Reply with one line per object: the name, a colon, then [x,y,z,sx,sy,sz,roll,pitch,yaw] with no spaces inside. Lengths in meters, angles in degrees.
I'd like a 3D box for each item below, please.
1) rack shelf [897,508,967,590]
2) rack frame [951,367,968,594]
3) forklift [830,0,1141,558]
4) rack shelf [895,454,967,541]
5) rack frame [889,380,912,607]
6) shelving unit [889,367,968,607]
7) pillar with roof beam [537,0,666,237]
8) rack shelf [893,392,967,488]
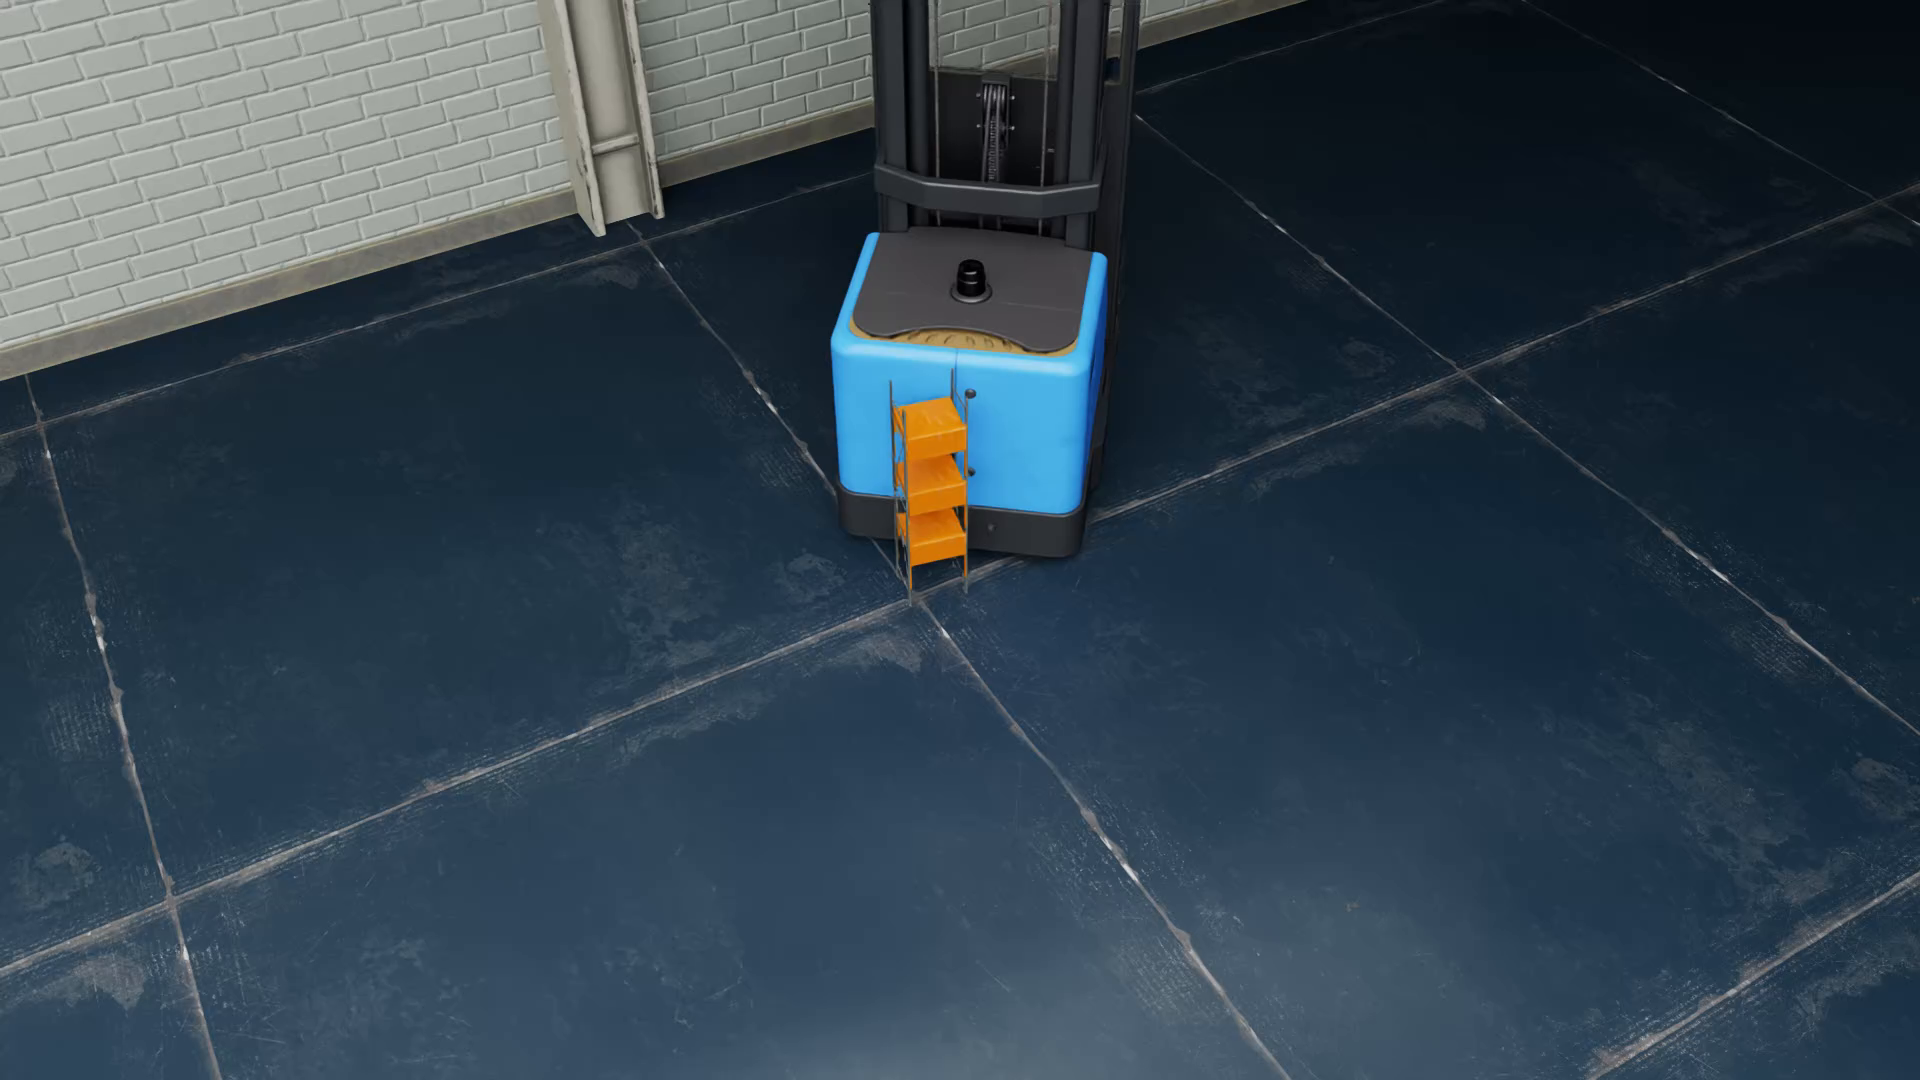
rack shelf: [-0.119,0.017,6.822,0.240,0.259,0.215,-13,46,-13]
rack frame: [-0.002,-0.216,6.648,0.008,1.050,0.200,-13,46,-13]
forklift: [0.219,-2.013,7.149,1.130,2.935,3.031,6,44,6]
rack shelf: [-0.119,-0.182,6.629,0.240,0.259,0.215,-13,46,-13]
rack frame: [-0.235,-0.164,6.595,0.008,1.050,0.200,-13,46,-13]
shelving unit: [-0.119,-0.190,6.621,0.252,1.050,0.215,-13,46,-13]
pillar with roof beam: [0.308,-2.401,3.192,0.400,9.000,9.100,-22,48,-21]
rack shelf: [-0.119,-0.386,6.431,0.240,0.259,0.215,-13,46,-13]
